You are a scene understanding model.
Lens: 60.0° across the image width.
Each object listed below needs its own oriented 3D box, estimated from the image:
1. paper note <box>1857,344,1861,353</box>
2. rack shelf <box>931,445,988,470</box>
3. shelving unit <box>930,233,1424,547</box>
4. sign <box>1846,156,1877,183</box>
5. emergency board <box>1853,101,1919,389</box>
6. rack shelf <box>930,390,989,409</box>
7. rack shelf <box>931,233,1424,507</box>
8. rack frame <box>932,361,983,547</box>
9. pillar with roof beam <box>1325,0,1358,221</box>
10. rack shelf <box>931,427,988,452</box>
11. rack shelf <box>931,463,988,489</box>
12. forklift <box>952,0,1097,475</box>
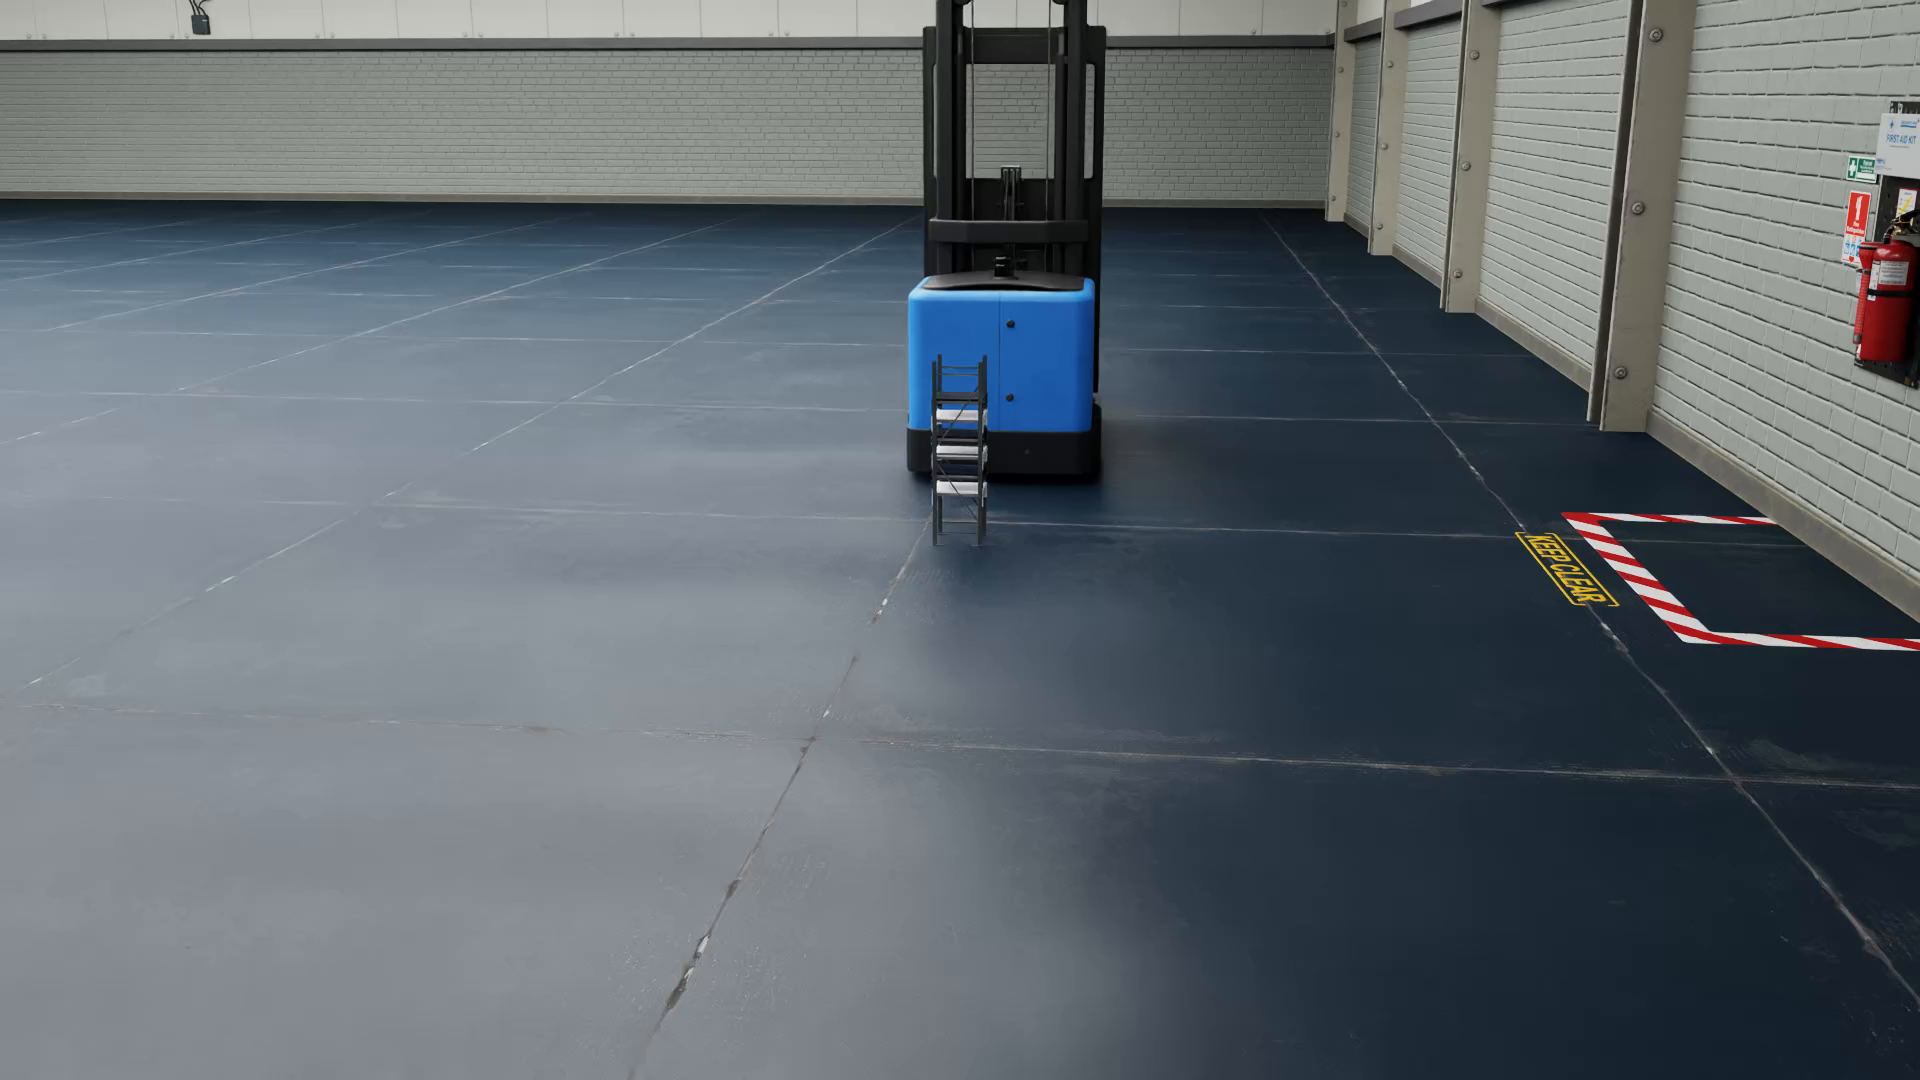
[{"bbox_3d":[4.062,-0.903,7.444,0.016,0.148,0.142,2,15,6],"label":"paper note"},{"bbox_3d":[-0.001,-0.400,8.046,0.258,0.077,0.200,2,15,6],"label":"rack shelf"},{"bbox_3d":[3.807,-2.718,16.489,6.000,0.900,18.469,2,15,6],"label":"shelving unit"},{"bbox_3d":[4.129,-1.697,7.609,0.001,0.109,0.331,2,15,6],"label":"sign"},{"bbox_3d":[3.973,-1.285,7.167,0.194,1.169,0.643,2,15,6],"label":"emergency board"},{"bbox_3d":[-0.001,-0.661,7.975,0.258,0.077,0.200,2,15,6],"label":"rack shelf"},{"bbox_3d":[3.807,-2.417,16.573,6.000,0.275,18.464,2,15,6],"label":"rack shelf"},{"bbox_3d":[-0.012,-0.406,7.939,0.240,0.900,0.006,2,15,6],"label":"rack frame"},{"bbox_3d":[2.087,-9.892,27.507,9.100,9.000,0.400,2,15,6],"label":"pillar with roof beam"},{"bbox_3d":[-0.001,-0.487,8.022,0.258,0.077,0.200,2,15,6],"label":"rack shelf"},{"bbox_3d":[-0.001,-0.313,8.069,0.258,0.077,0.200,2,15,6],"label":"rack shelf"},{"bbox_3d":[0.347,-2.109,10.346,1.121,2.935,3.031,1,15,5],"label":"forklift"}]
